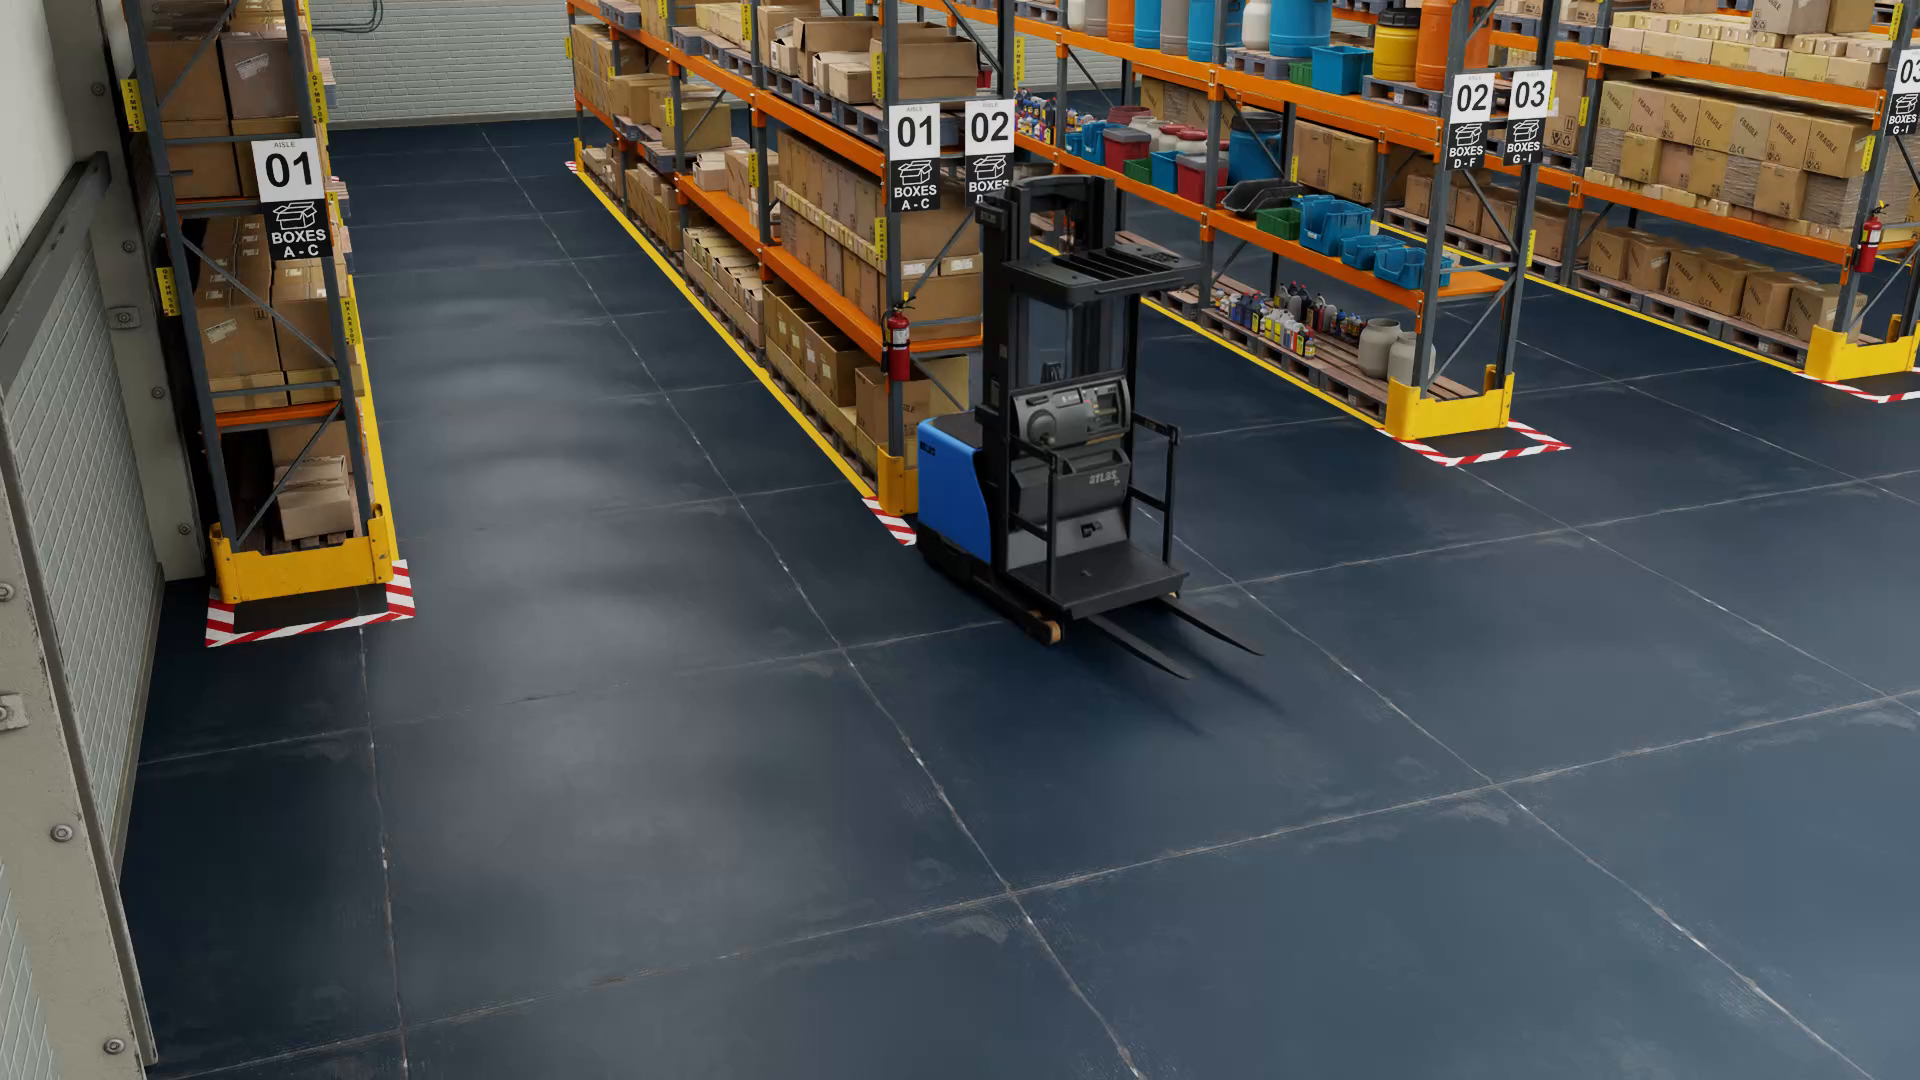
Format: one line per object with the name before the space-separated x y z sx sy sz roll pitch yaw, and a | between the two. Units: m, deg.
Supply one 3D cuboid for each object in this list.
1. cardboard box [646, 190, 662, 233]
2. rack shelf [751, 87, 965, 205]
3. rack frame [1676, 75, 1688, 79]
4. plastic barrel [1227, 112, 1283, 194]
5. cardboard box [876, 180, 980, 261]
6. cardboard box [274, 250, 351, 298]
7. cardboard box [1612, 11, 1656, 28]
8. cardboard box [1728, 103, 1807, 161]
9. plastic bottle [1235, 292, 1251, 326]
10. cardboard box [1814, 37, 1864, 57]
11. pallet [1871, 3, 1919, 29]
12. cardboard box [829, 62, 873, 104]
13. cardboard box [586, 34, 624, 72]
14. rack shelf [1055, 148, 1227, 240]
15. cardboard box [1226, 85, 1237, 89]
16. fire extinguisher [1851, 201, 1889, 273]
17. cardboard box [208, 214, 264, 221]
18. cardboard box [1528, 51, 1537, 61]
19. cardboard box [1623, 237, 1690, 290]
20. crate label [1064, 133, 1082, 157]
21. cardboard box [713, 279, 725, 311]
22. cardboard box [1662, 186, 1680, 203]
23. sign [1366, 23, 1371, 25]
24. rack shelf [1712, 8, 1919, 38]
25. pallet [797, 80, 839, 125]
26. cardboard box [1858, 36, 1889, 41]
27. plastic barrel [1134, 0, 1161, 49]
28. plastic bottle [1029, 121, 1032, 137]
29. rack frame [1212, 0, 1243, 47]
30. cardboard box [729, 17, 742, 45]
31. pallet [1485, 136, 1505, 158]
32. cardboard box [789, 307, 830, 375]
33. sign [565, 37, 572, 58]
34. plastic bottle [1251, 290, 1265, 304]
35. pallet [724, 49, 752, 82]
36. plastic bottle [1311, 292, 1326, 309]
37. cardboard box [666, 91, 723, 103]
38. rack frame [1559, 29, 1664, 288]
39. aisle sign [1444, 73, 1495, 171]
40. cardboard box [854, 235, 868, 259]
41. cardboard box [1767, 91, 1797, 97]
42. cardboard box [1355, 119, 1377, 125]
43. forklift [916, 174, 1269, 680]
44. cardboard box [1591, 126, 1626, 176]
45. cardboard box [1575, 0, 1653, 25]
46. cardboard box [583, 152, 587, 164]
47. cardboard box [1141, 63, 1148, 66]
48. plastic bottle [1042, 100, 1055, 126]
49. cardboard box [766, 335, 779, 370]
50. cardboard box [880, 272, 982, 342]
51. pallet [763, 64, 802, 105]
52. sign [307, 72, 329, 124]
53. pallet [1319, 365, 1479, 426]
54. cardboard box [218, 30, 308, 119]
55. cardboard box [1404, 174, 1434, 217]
cardboard box | -3.834 -4.359 22.007 0.500 0.500 0.500 -9 25 -21
rack shelf | -0.791 -3.494 14.365 1.077 0.370 4.000 -8 24 -19
rack frame | 11.035 -6.625 24.729 1.000 3.000 0.127 -8 24 -19
plastic barrel | 3.285 -4.261 18.475 0.600 0.901 0.708 -8 24 -19
cardboard box | -0.256 -2.551 13.264 0.700 0.500 0.500 -8 24 -19
cardboard box | -4.946 -1.905 12.734 0.500 0.500 0.500 -9 25 -21
cardboard box | 7.598 -5.864 18.742 0.380 0.149 0.250 -9 24 -21
cardboard box | 8.403 -4.247 17.288 0.500 0.500 0.500 -8 24 -19
plastic bottle | 3.035 -2.480 17.739 0.144 0.351 0.185 -8 24 -18
cardboard box | 8.613 -4.824 16.275 0.380 0.149 0.250 -9 25 -21
pallet | 12.078 -6.792 21.510 0.805 0.209 1.217 -9 25 -21
cardboard box | -0.738 -3.670 13.328 0.500 0.250 0.500 -8 24 -19
cardboard box | -5.282 -7.283 24.876 0.500 0.500 0.500 -9 24 -19
rack shelf | 2.432 -4.243 20.005 1.077 0.370 4.000 -8 24 -19
cardboard box | 4.531 -7.384 26.855 0.380 0.149 0.250 -8 24 -19
fire extinguisher | 8.794 -2.934 16.071 0.296 0.674 0.183 -8 24 -19
cardboard box | -6.160 -2.575 14.323 0.500 0.500 0.500 -9 24 -20
cardboard box | 9.515 -7.899 27.153 0.380 0.149 0.250 -8 24 -18
cardboard box | 8.085 -3.211 19.308 0.500 0.500 0.500 -1 23 -2
crate label | 1.523 -5.020 21.137 0.303 0.233 0.416 -8 24 -19
cardboard box | -2.451 -2.762 18.564 0.500 0.250 0.500 -8 24 -18
cardboard box | 8.031 -3.842 18.449 0.380 0.149 0.250 -8 24 -19
sign | 7.701 -9.856 31.281 0.100 0.325 0.005 -8 24 -19
rack shelf | 11.741 -6.949 22.562 1.077 0.370 4.000 -8 24 -19
pallet | -0.744 -3.762 14.190 1.003 0.211 1.213 -8 24 -19
cardboard box | 9.098 -4.885 16.420 0.380 0.149 0.250 -9 24 -20
plastic barrel | 2.293 -6.091 18.957 0.600 0.901 0.708 -8 24 -19
plastic bottle | 0.975 -5.533 22.394 0.097 0.201 0.097 0 23 0
rack frame | 3.138 -6.612 16.976 1.000 3.000 0.127 -8 24 -19
cardboard box | -2.115 -5.379 17.565 0.500 0.250 0.500 -11 25 -23
pallet | 7.096 -5.179 21.546 1.003 0.211 1.213 -8 24 -19
cardboard box | -1.273 -1.867 15.475 0.500 0.500 0.500 -8 24 -19
sign | -6.244 -7.854 26.532 0.100 0.325 0.005 -8 24 -19
plastic bottle | 3.170 -2.500 17.786 0.144 0.351 0.185 -8 24 -19
pallet | -1.821 -4.782 16.743 0.805 0.209 1.217 -9 25 -21
plastic bottle | 3.817 -2.448 17.665 0.144 0.351 0.185 -8 24 -19
cardboard box | -3.383 -5.435 21.236 0.700 0.500 0.500 -4 23 -9
rack frame | 7.772 -4.528 19.753 1.000 3.000 0.127 -8 24 -19
aisle sign | 4.299 -3.526 14.029 0.394 0.787 0.004 -8 24 -19
cardboard box | -0.668 -2.453 13.869 0.380 0.149 0.250 -8 24 -18
cardboard box | 11.474 -5.922 22.932 0.500 0.500 0.500 -9 24 -20
cardboard box | 5.952 -6.172 23.527 0.500 0.500 0.500 -8 24 -17
forklift | 0.880 -0.853 11.124 1.130 2.935 3.031 -14 26 -29
cardboard box | 7.873 -4.539 19.268 0.875 0.500 0.500 -8 24 -19
cardboard box | 7.698 -6.335 19.507 0.797 0.503 0.637 -10 25 -22
cardboard box | -5.822 -6.137 26.653 0.380 0.166 0.250 -8 24 -19
cardboard box | 3.441 -8.505 29.513 0.380 0.149 0.250 -9 24 -20
plastic bottle | 1.237 -5.973 23.246 0.144 0.351 0.185 -8 24 -19
cardboard box | -1.617 -1.886 16.486 0.500 0.250 0.500 -8 24 -19
cardboard box | -0.237 -1.934 13.471 0.700 0.500 0.500 -8 24 -19
pallet | -1.172 -4.205 15.240 1.003 0.211 1.213 -8 24 -19
sign | -4.210 -2.895 10.892 0.100 0.325 0.005 -8 24 -19
pallet | 4.198 -1.427 15.987 1.003 0.211 1.213 -8 24 -19
cardboard box | -4.626 -3.107 11.079 0.500 0.500 0.500 -10 25 -23
cardboard box | 6.614 -4.791 23.031 0.700 0.500 0.500 -10 25 -22
